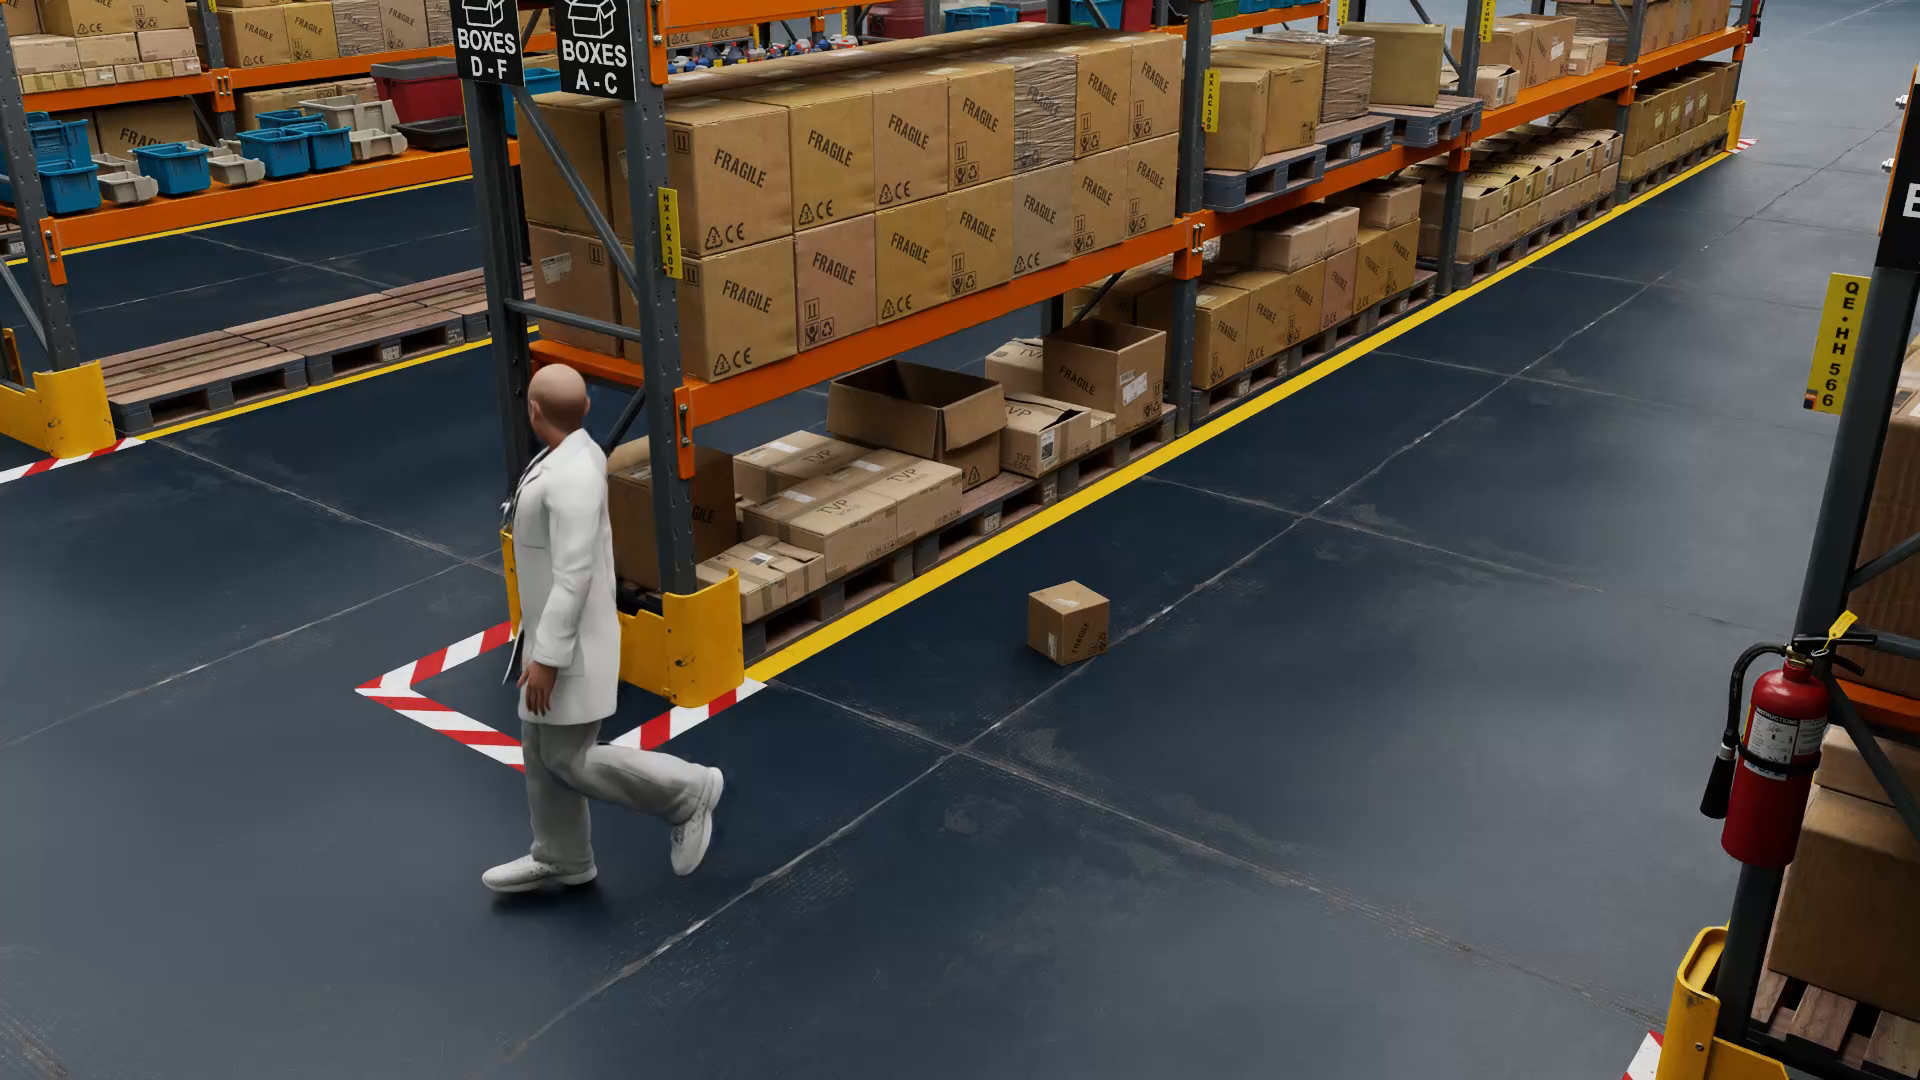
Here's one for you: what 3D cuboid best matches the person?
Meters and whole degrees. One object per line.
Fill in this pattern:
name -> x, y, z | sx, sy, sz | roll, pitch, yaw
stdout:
person -> -1.215, 0.308, 5.360 | 0.815, 1.748, 0.651 | -7, 24, -15
